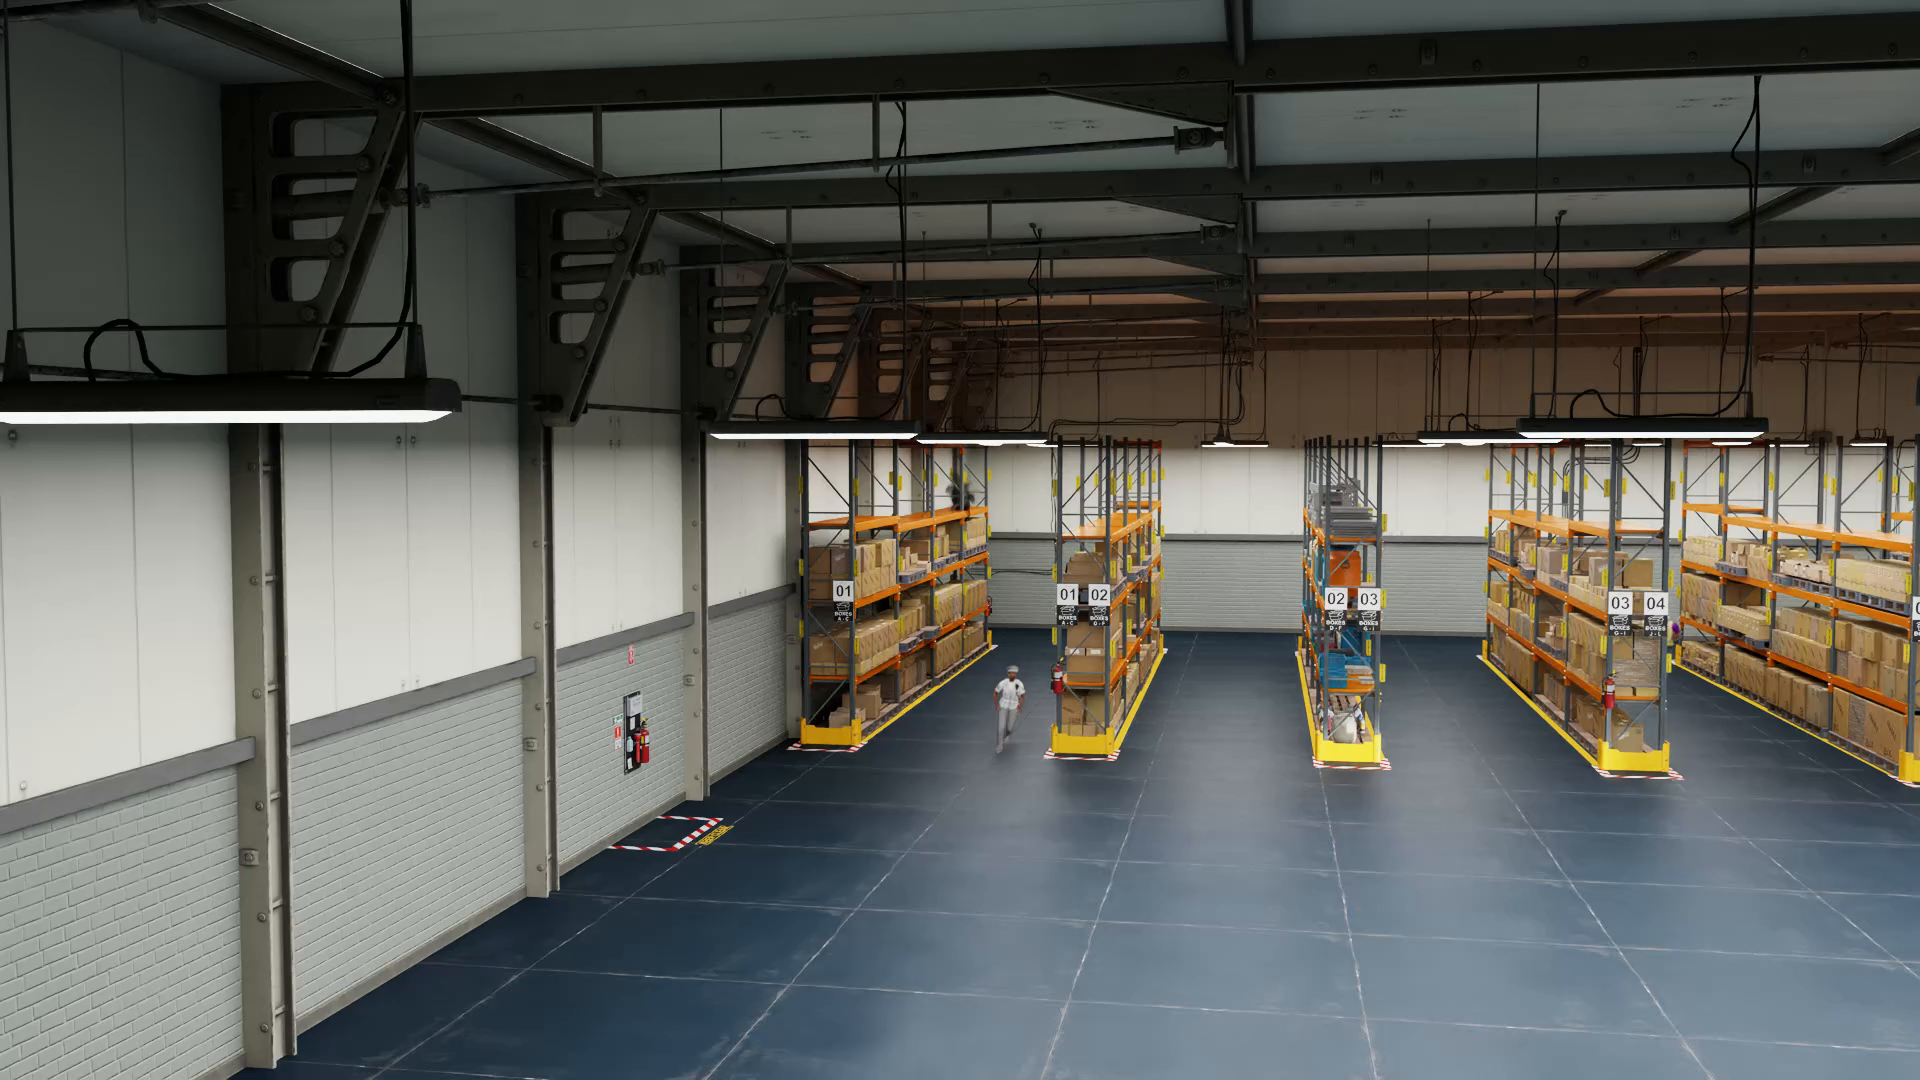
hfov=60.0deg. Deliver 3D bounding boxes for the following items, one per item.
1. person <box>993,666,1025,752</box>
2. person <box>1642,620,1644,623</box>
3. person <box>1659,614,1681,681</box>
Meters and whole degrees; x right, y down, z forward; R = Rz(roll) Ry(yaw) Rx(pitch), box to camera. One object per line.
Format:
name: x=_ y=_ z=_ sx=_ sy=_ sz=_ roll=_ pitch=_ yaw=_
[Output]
person: x=0.940 y=3.206 z=31.715 sx=0.619 sy=1.648 sz=0.510 roll=0 pitch=3 yaw=1
person: x=17.712 y=2.559 z=42.376 sx=0.688 sy=1.733 sz=0.734 roll=1 pitch=3 yaw=10
person: x=17.325 y=2.627 z=40.880 sx=0.670 sy=1.815 sz=0.806 roll=1 pitch=3 yaw=16
